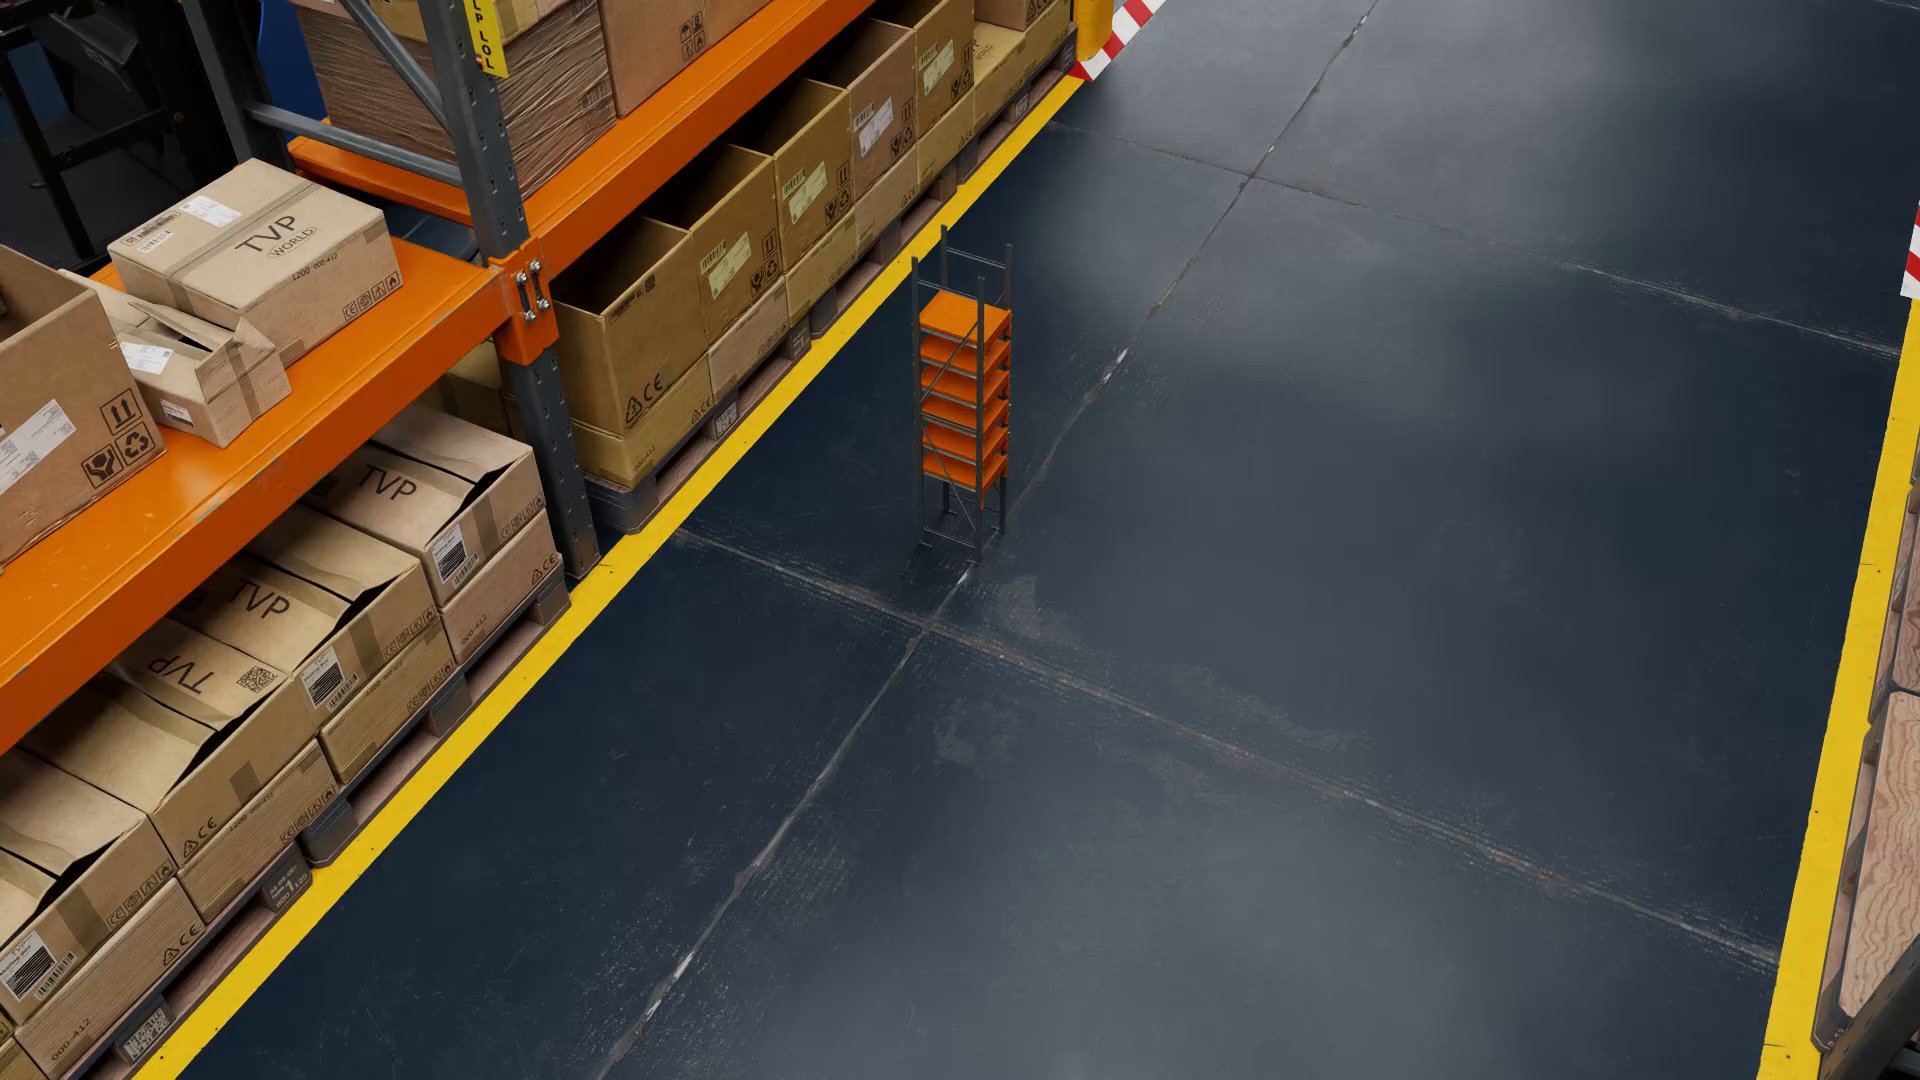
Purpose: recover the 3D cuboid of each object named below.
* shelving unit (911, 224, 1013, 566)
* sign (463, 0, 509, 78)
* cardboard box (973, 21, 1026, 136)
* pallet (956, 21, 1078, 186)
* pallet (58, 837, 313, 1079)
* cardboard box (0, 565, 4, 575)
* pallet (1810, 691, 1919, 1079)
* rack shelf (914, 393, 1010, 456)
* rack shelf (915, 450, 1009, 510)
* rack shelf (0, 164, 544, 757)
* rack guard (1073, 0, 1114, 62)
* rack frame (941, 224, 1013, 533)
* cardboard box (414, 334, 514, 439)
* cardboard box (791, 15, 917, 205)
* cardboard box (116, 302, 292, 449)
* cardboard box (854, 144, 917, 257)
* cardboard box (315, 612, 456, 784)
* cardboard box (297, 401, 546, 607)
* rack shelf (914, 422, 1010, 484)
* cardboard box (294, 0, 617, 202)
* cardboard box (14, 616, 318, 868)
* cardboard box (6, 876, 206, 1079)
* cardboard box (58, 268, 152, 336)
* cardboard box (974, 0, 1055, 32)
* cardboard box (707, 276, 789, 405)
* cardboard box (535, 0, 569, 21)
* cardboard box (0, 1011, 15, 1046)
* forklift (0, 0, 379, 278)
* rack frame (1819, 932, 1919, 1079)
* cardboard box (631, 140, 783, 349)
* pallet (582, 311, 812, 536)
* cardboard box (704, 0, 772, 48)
[{"bbox_3d":[0.007,-0.431,5.332,0.258,1.200,0.189,20,49,19],"label":"shelving unit"},{"bbox_3d":[-1.209,-1.322,4.189,0.100,0.325,0.005,20,49,19],"label":"sign"},{"bbox_3d":[-0.046,-2.062,7.317,0.500,0.250,0.500,20,49,19],"label":"cardboard box"},{"bbox_3d":[-0.155,-2.160,7.736,1.003,0.211,1.213,20,49,19],"label":"pallet"},{"bbox_3d":[-2.567,1.113,4.501,1.003,0.211,1.213,20,49,19],"label":"pallet"},{"bbox_3d":[-2.542,-0.025,3.595,0.500,0.500,0.500,21,49,19],"label":"cardboard box"},{"bbox_3d":[2.976,1.063,4.551,1.003,0.211,1.213,20,49,19],"label":"pallet"},{"bbox_3d":[0.007,-0.400,5.364,0.258,0.103,0.180,20,49,19],"label":"rack shelf"},{"bbox_3d":[0.007,-0.231,5.535,0.258,0.103,0.180,20,49,19],"label":"rack shelf"},{"bbox_3d":[-2.623,0.397,3.754,1.077,0.370,4.000,20,49,19],"label":"rack shelf"},{"bbox_3d":[0.174,-2.772,8.138,1.175,0.500,0.348,20,49,19],"label":"rack guard"},{"bbox_3d":[0.049,-0.489,5.389,0.240,1.200,0.006,20,49,19],"label":"rack frame"},{"bbox_3d":[-1.673,-0.661,5.932,0.500,0.250,0.500,20,49,19],"label":"cardboard box"},{"bbox_3d":[-0.507,-1.695,6.426,0.500,0.500,0.500,20,49,19],"label":"cardboard box"},{"bbox_3d":[-1.940,-0.454,4.184,0.396,0.266,0.258,19,48,18],"label":"cardboard box"},{"bbox_3d":[-0.510,-1.432,6.694,0.500,0.250,0.500,20,49,19],"label":"cardboard box"},{"bbox_3d":[-1.866,0.379,4.905,0.500,0.250,0.500,20,49,18],"label":"cardboard box"},{"bbox_3d":[-1.628,-0.144,5.027,0.500,0.311,0.500,20,49,19],"label":"cardboard box"},{"bbox_3d":[0.007,-0.315,5.449,0.258,0.103,0.180,20,49,19],"label":"rack shelf"},{"bbox_3d":[-1.494,-1.432,4.986,0.700,0.500,0.500,19,48,18],"label":"cardboard box"},{"bbox_3d":[-2.098,0.500,4.391,0.500,0.311,0.500,20,49,19],"label":"cardboard box"},{"bbox_3d":[-2.341,1.021,4.270,0.500,0.250,0.500,21,49,20],"label":"cardboard box"},{"bbox_3d":[-2.287,-0.536,4.348,0.380,0.149,0.250,20,49,19],"label":"cardboard box"},{"bbox_3d":[0.177,-2.644,7.365,0.500,0.500,0.500,20,49,19],"label":"cardboard box"},{"bbox_3d":[-0.974,-0.802,6.071,0.500,0.250,0.500,20,49,19],"label":"cardboard box"},{"bbox_3d":[-1.282,-1.642,4.738,0.380,0.149,0.250,21,49,20],"label":"cardboard box"},{"bbox_3d":[-2.573,1.139,3.759,0.500,0.311,0.500,19,48,18],"label":"cardboard box"},{"bbox_3d":[-3.503,-2.230,5.893,1.130,2.935,3.031,33,54,28],"label":"forklift"},{"bbox_3d":[2.695,0.518,3.129,1.000,3.000,0.127,20,49,19],"label":"rack frame"},{"bbox_3d":[-0.977,-1.066,5.806,0.500,0.500,0.500,20,49,19],"label":"cardboard box"},{"bbox_3d":[-1.288,-0.622,6.217,1.003,0.211,1.213,20,49,19],"label":"pallet"},{"bbox_3d":[-1.018,-2.081,5.628,0.700,0.500,0.500,21,49,20],"label":"cardboard box"}]
